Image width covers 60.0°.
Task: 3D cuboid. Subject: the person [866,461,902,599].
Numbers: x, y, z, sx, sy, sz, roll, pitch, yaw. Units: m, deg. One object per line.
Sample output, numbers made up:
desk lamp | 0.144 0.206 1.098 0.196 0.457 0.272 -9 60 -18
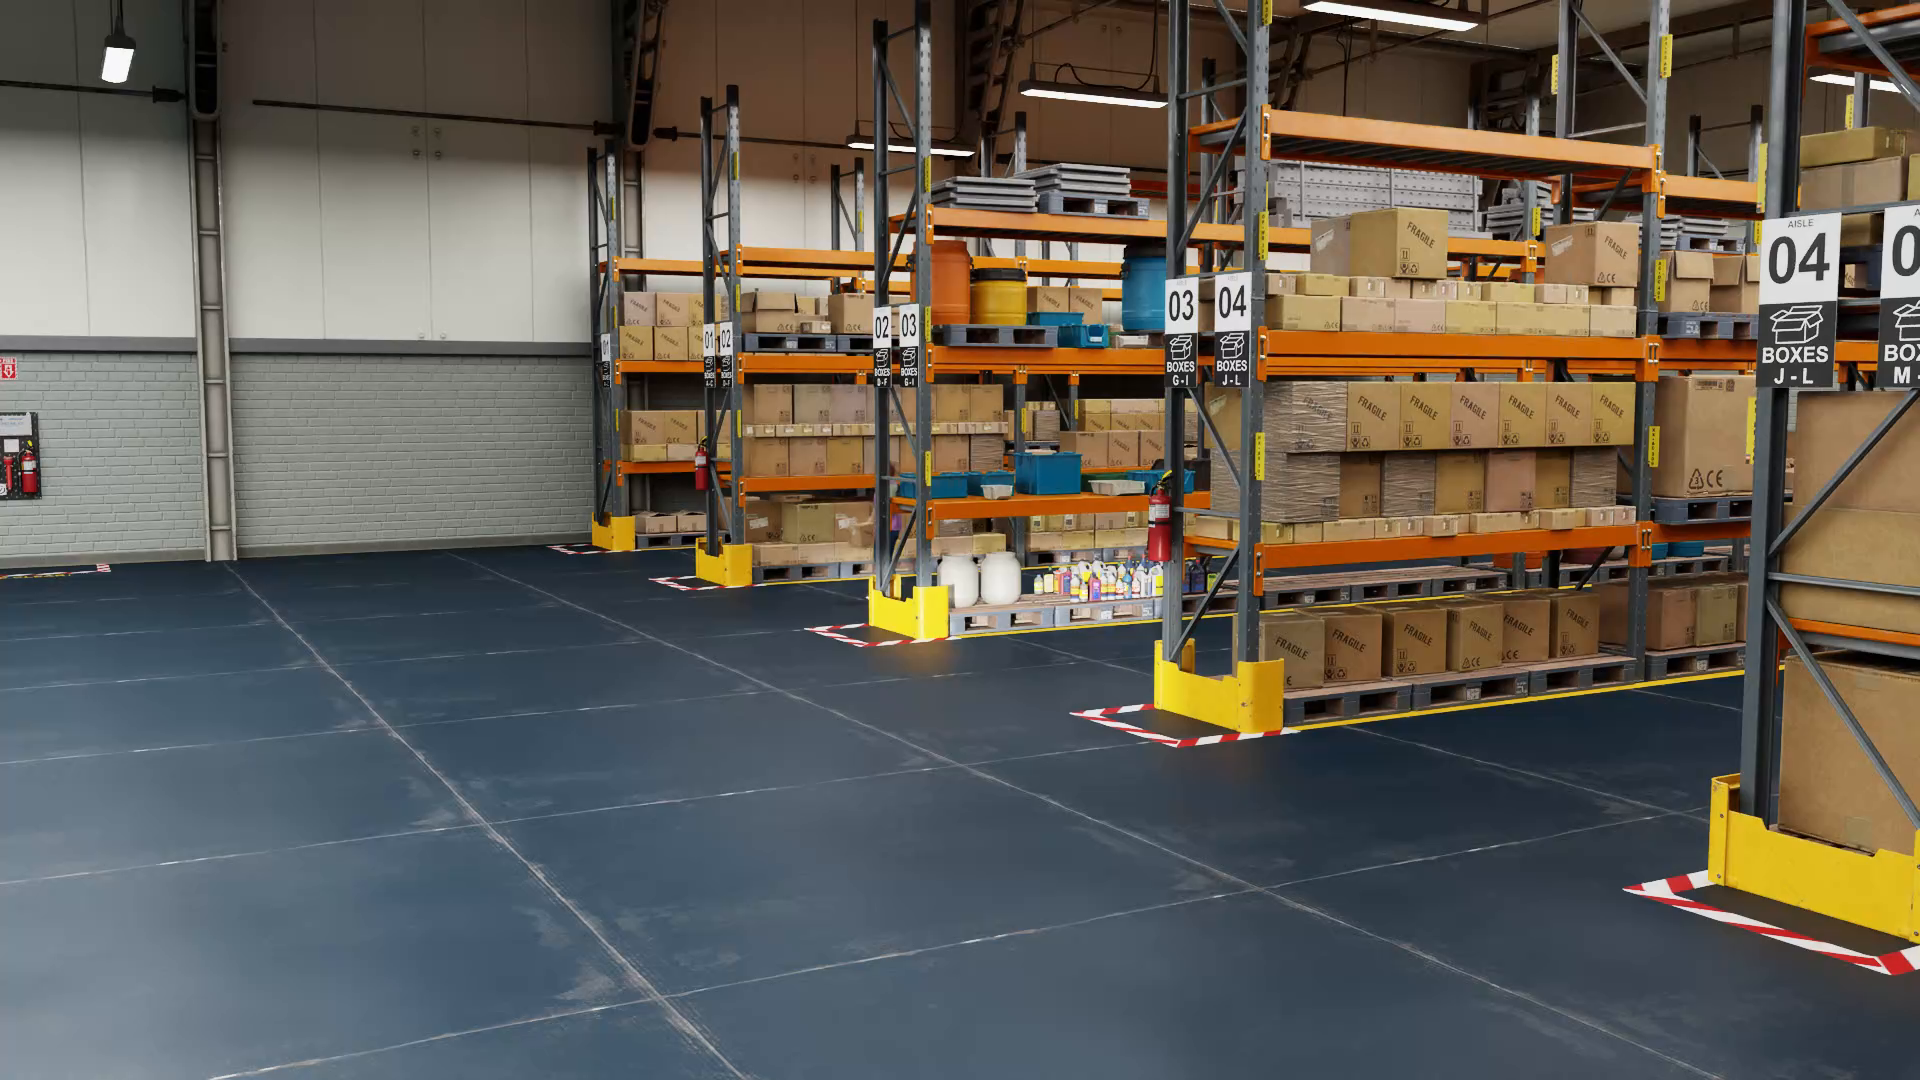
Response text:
person | -0.867 -0.105 18.739 0.397 1.603 0.444 -3 6 -30
